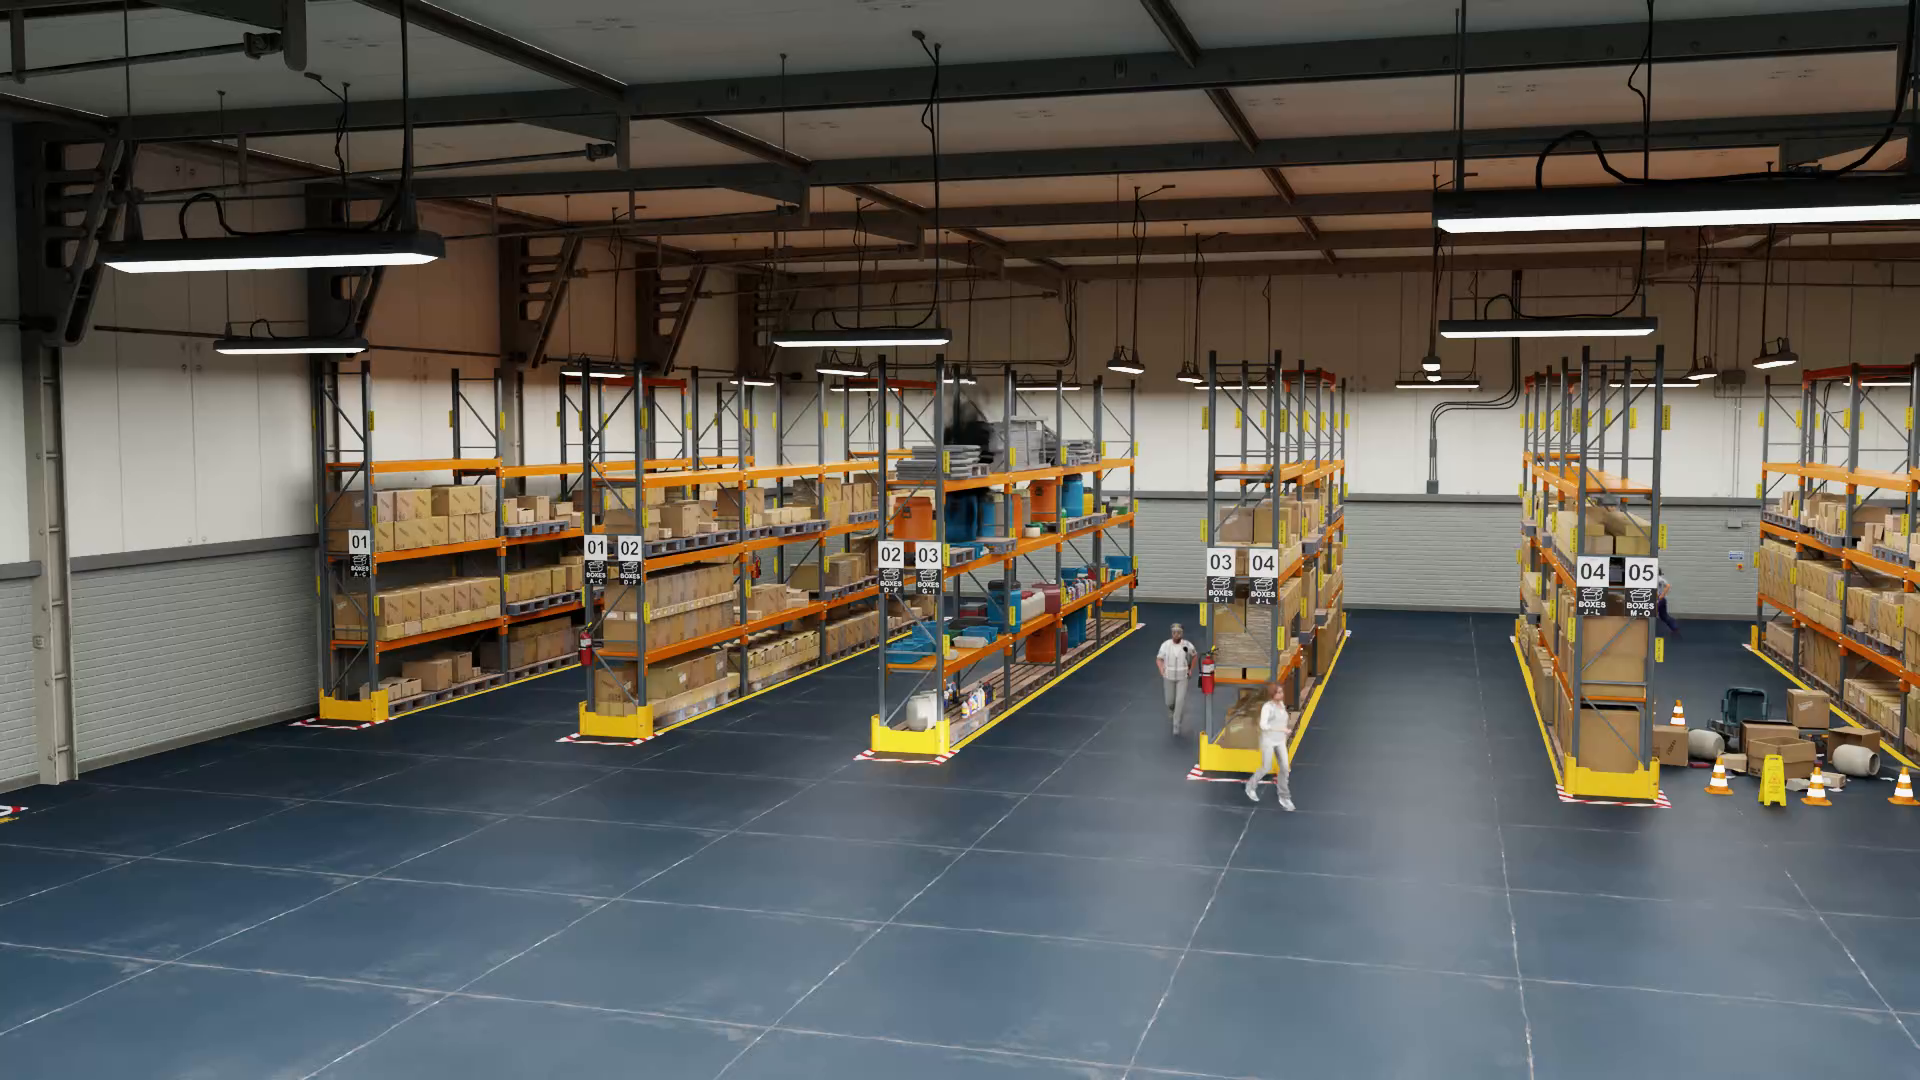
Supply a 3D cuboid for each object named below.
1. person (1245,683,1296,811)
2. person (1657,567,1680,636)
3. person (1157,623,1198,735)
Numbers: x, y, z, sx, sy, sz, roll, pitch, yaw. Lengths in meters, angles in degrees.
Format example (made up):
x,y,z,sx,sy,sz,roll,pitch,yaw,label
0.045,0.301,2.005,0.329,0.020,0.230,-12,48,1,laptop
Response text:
x,y,z,sx,sy,sz,roll,pitch,yaw,label
4.039,2.664,21.571,0.558,1.634,0.748,-3,5,-39,person
16.094,1.504,38.208,0.881,1.615,0.611,2,4,22,person
3.512,2.220,26.904,0.663,1.772,0.816,1,4,10,person
